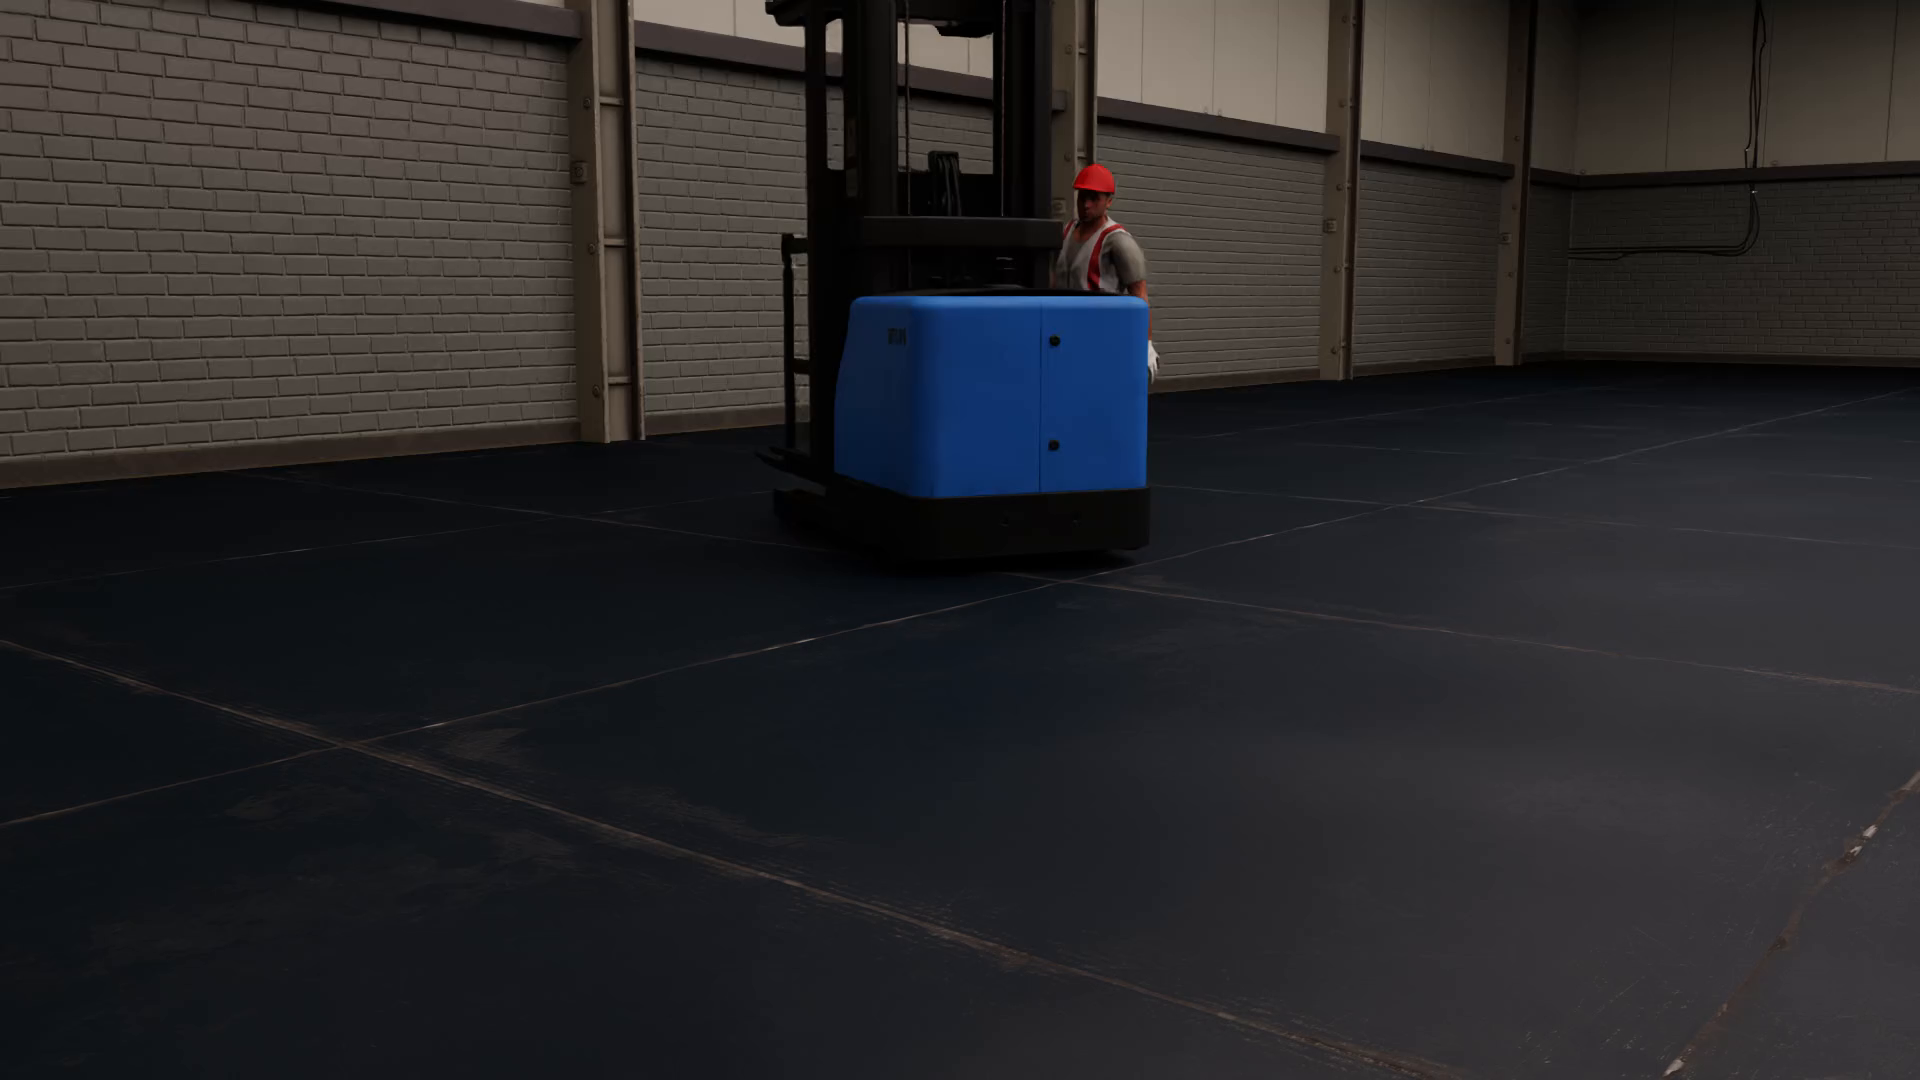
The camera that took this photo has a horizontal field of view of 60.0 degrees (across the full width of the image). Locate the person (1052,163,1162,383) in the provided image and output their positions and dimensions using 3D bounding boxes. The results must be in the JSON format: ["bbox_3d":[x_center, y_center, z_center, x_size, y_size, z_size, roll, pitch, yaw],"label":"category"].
[{"bbox_3d":[0.669,-1.009,8.435,0.491,1.741,0.889,-6,10,-35],"label":"person"}]

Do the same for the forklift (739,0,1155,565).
[{"bbox_3d":[-0.277,-1.526,7.710,1.130,2.935,3.031,-4,9,-24],"label":"forklift"}]
